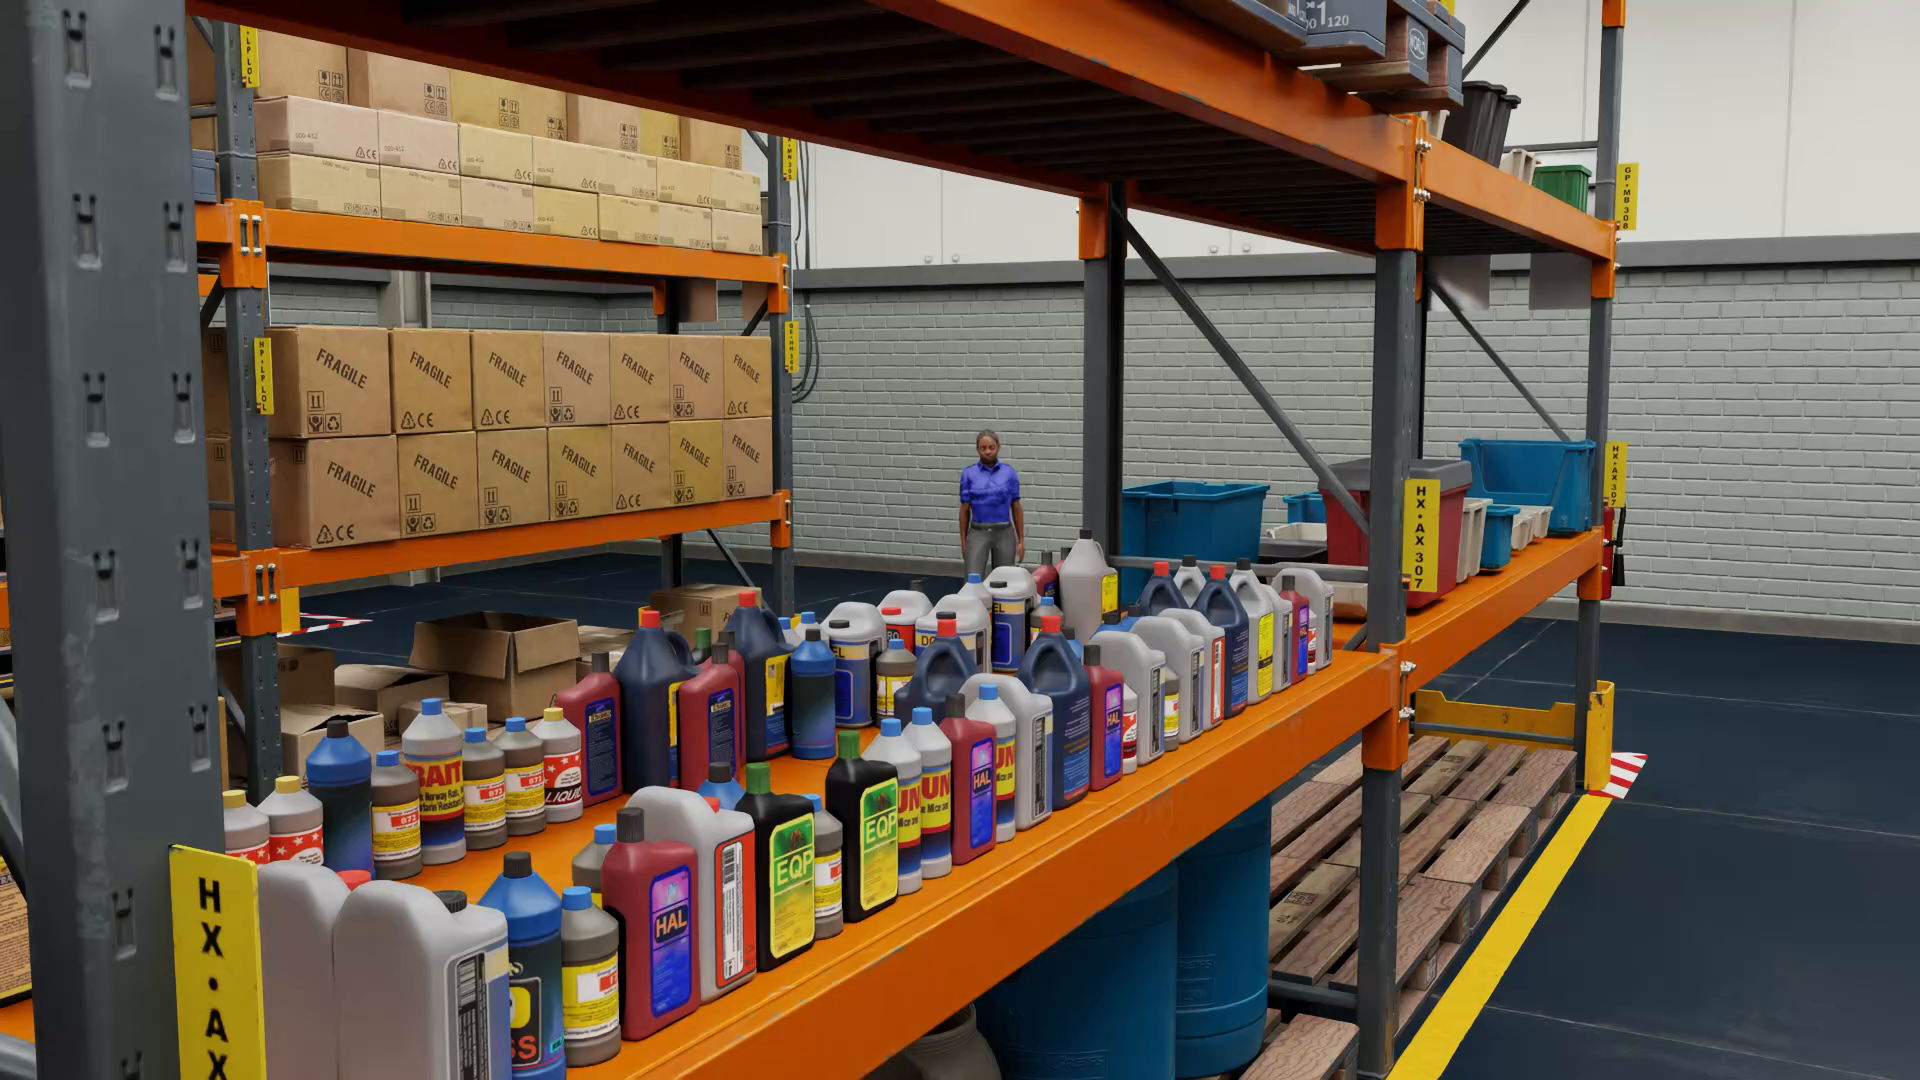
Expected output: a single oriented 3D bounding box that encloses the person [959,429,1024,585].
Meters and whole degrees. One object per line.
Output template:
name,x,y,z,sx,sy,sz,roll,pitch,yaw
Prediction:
person,0.217,0.049,12.043,0.513,1.700,0.374,-1,6,-7
